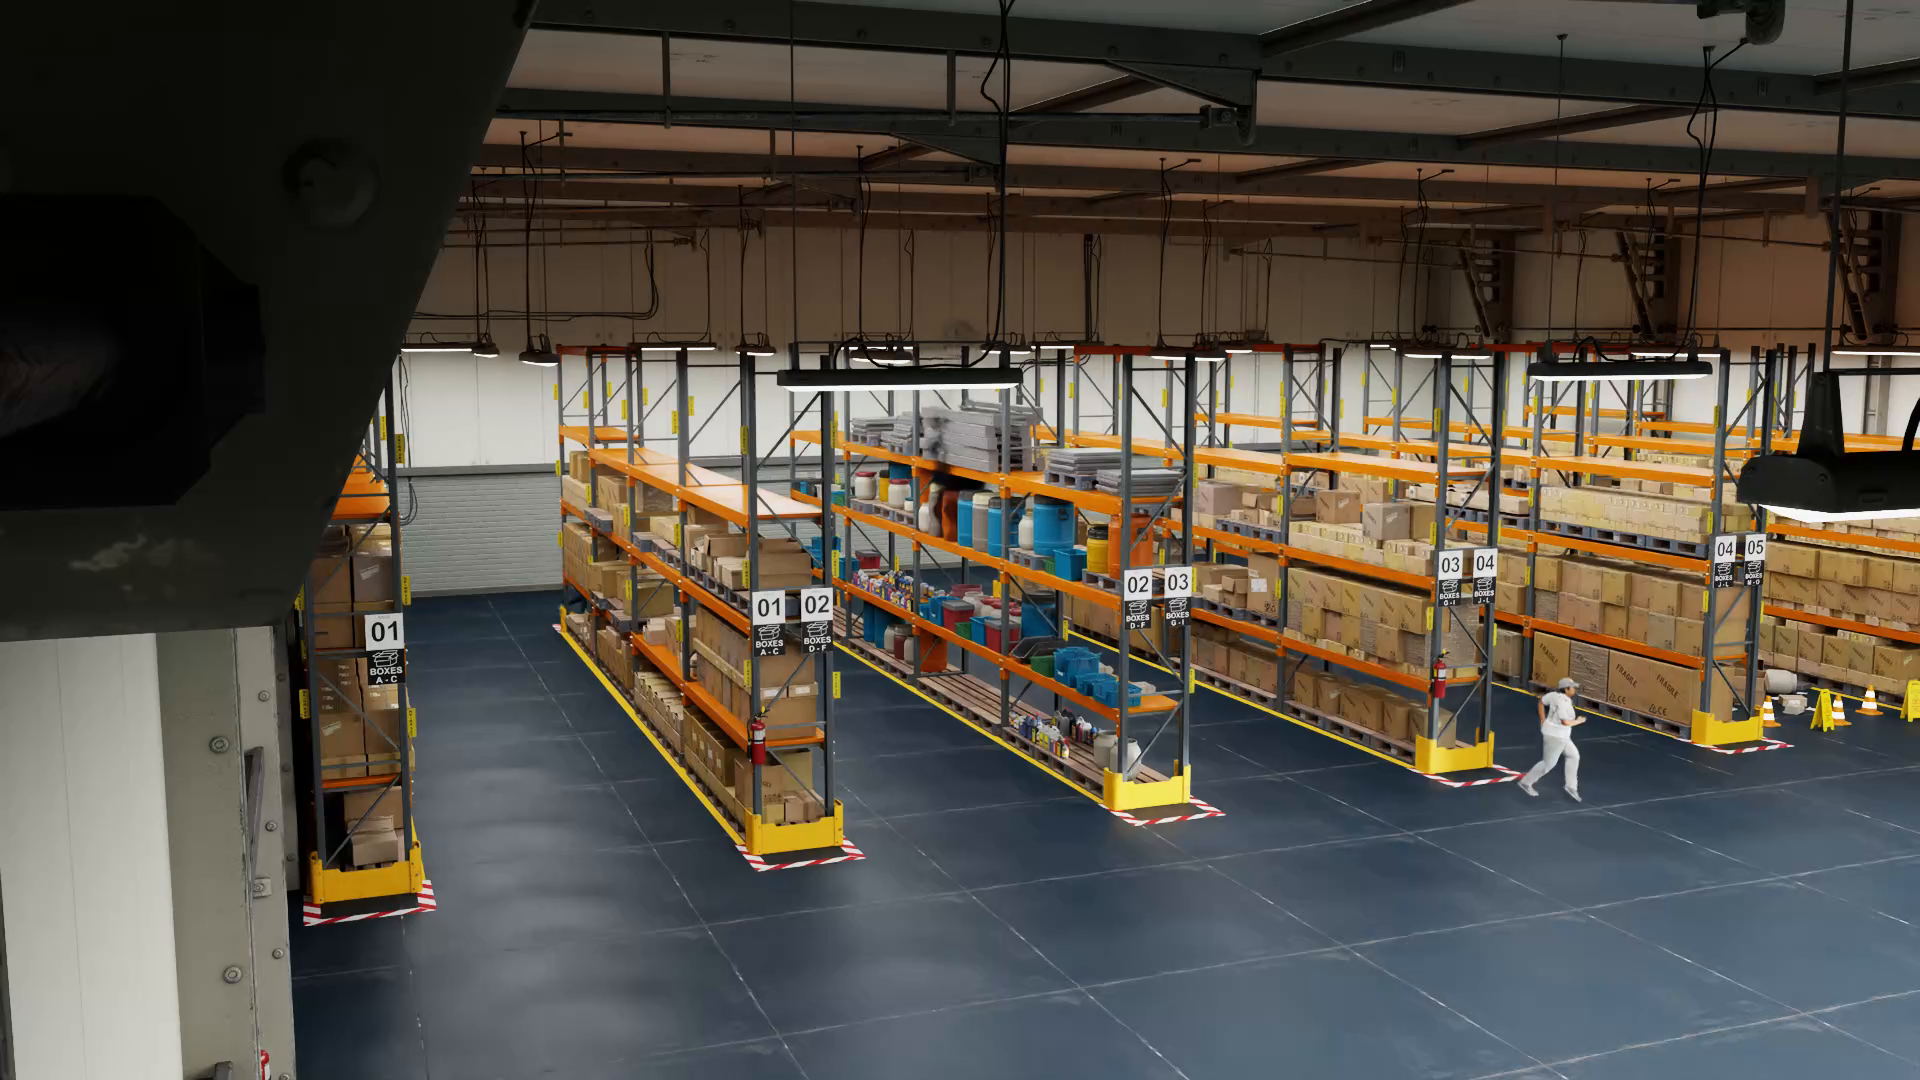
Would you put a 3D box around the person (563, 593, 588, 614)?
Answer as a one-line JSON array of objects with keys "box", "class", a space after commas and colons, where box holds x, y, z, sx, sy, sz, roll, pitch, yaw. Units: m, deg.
[{"box": [-8.368, 0.959, 36.304, 0.645, 1.582, 0.536, 0, 7, 4], "class": "person"}]

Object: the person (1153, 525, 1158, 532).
[{"box": [4.488, 0.474, 39.431, 0.691, 1.742, 0.913, 1, 7, 9], "class": "person"}]

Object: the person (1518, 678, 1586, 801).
[{"box": [7.972, 2.688, 22.382, 0.848, 1.712, 0.627, 1, 7, 11], "class": "person"}]
